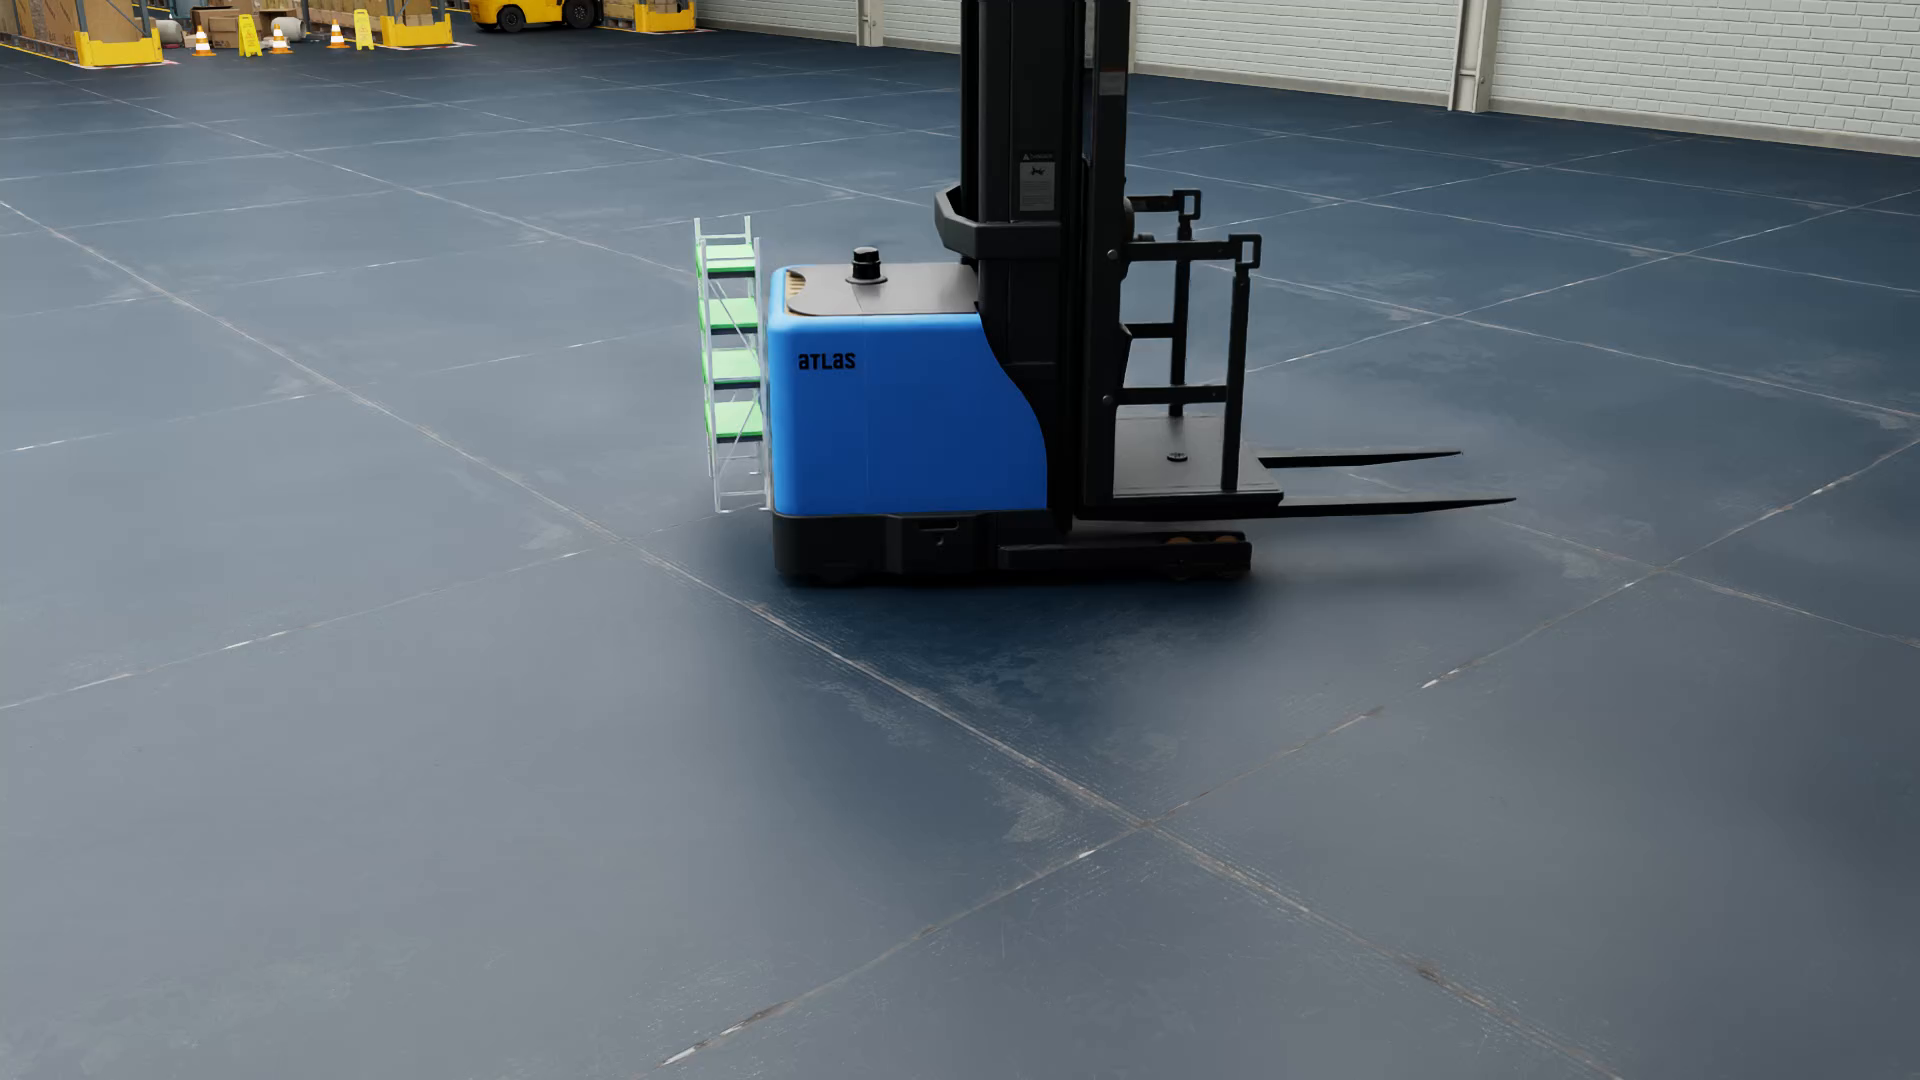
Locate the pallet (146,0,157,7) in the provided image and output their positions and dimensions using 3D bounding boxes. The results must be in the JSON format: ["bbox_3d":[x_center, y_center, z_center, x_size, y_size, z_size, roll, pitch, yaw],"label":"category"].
[{"bbox_3d":[-18.532,-12.666,39.032,1.003,0.211,1.213,-17,27,-37],"label":"pallet"}]

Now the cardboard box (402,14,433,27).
[{"bbox_3d":[-9.779,-9.287,29.776,0.500,0.250,0.500,-18,28,-38],"label":"cardboard box"}]

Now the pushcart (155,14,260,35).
[{"bbox_3d":[-13.767,-9.410,30.492,0.936,0.377,1.648,12,24,27],"label":"pushcart"}]

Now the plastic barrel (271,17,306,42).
[{"bbox_3d":[-11.957,-9.093,29.620,0.512,0.421,0.421,0,21,-1],"label":"plastic barrel"}]

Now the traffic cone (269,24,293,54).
[{"bbox_3d":[-11.339,-8.355,27.681,0.336,0.463,0.334,-17,27,-37],"label":"traffic cone"}]

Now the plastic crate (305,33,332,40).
[{"bbox_3d":[-11.669,-9.199,30.362,0.583,0.080,0.402,12,24,27],"label":"plastic crate"}]

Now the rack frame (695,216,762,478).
[{"bbox_3d":[-1.045,-0.859,7.532,0.240,1.200,0.015,-4,22,-10],"label":"rack frame"}]

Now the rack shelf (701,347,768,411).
[{"bbox_3d":[-0.998,-0.712,7.333,0.258,0.148,0.480,-4,22,-10],"label":"rack shelf"}]

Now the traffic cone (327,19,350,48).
[{"bbox_3d":[-10.720,-8.713,28.596,0.336,0.463,0.334,-17,27,-37],"label":"traffic cone"}]

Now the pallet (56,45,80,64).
[{"bbox_3d":[-13.727,-7.780,26.559,1.003,0.211,1.213,-17,27,-37],"label":"pallet"}]

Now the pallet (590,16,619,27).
[{"bbox_3d":[-7.027,-10.505,33.516,1.003,0.211,1.213,-17,27,-37],"label":"pallet"}]

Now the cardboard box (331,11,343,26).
[{"bbox_3d":[-11.187,-9.585,30.537,0.500,0.250,0.500,-18,28,-38],"label":"cardboard box"}]

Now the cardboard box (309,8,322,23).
[{"bbox_3d":[-11.892,-9.876,31.280,0.500,0.250,0.500,-19,28,-40],"label":"cardboard box"}]

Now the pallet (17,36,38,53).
[{"bbox_3d":[-15.320,-8.454,28.280,1.003,0.211,1.213,-17,27,-37],"label":"pallet"}]

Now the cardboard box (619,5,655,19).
[{"bbox_3d":[-6.250,-10.235,32.197,0.500,0.250,0.500,-17,27,-37],"label":"cardboard box"}]

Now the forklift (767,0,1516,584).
[{"bbox_3d":[0.742,-1.398,6.534,3.031,2.935,1.130,-2,21,-5],"label":"forklift"}]

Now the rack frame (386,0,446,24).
[{"bbox_3d":[-9.462,-10.083,28.614,1.000,3.000,0.127,-17,27,-37],"label":"rack frame"}]

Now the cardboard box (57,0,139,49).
[{"bbox_3d":[-13.638,-8.254,26.283,0.875,0.875,0.875,-17,27,-37],"label":"cardboard box"}]

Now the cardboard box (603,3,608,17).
[{"bbox_3d":[-6.887,-10.515,32.912,0.500,0.250,0.500,-17,27,-37],"label":"cardboard box"}]

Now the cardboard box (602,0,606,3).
[{"bbox_3d":[-6.930,-10.752,32.832,0.500,0.250,0.500,-18,28,-39],"label":"cardboard box"}]

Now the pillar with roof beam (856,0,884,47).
[{"bbox_3d":[-4.820,-11.783,24.729,9.100,9.000,0.400,-17,27,-37],"label":"pillar with roof beam"}]

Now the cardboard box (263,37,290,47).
[{"bbox_3d":[-11.847,-8.636,28.830,0.380,0.149,0.250,-4,22,-10],"label":"cardboard box"}]

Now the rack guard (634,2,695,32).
[{"bbox_3d":[-5.688,-10.095,32.072,1.175,0.500,0.348,-17,27,-37],"label":"rack guard"}]

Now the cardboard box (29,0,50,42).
[{"bbox_3d":[-14.808,-8.749,27.547,0.875,0.875,0.875,-17,27,-37],"label":"cardboard box"}]

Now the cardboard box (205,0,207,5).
[{"bbox_3d":[-16.234,-12.204,36.368,0.875,0.875,0.875,-16,27,-36],"label":"cardboard box"}]

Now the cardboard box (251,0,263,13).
[{"bbox_3d":[-13.835,-10.904,33.739,0.950,0.372,0.625,-18,28,-38],"label":"cardboard box"}]

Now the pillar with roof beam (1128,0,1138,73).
[{"bbox_3d":[-0.904,-10.125,20.497,9.100,9.000,0.400,-17,27,-37],"label":"pillar with roof beam"}]

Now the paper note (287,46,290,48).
[{"bbox_3d":[-11.587,-8.488,28.612,0.142,0.019,0.148,12,24,27],"label":"paper note"}]

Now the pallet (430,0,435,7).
[{"bbox_3d":[-12.177,-12.729,39.195,1.003,0.211,1.213,-17,27,-37],"label":"pallet"}]

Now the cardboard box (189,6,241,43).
[{"bbox_3d":[-13.143,-9.122,29.399,0.797,0.637,0.503,-17,27,-37],"label":"cardboard box"}]

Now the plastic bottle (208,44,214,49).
[{"bbox_3d":[-12.933,-8.458,28.495,0.283,0.061,0.133,12,24,27],"label":"plastic bottle"}]

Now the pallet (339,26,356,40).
[{"bbox_3d":[-10.807,-9.375,30.631,1.003,0.211,1.213,-17,27,-37],"label":"pallet"}]

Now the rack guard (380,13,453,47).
[{"bbox_3d":[-9.511,-8.940,29.123,1.175,0.500,0.348,-17,27,-37],"label":"rack guard"}]

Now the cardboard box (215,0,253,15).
[{"bbox_3d":[-13.402,-9.944,30.650,0.500,0.500,0.500,-17,27,-37],"label":"cardboard box"}]

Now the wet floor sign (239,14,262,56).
[{"bbox_3d":[-11.627,-8.243,27.146,0.232,0.644,0.267,17,27,36],"label":"wet floor sign"}]

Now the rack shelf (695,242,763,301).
[{"bbox_3d":[-0.998,-1.159,7.158,0.258,0.148,0.480,-4,22,-10],"label":"rack shelf"}]

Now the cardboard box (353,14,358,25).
[{"bbox_3d":[-10.525,-9.302,29.815,0.500,0.250,0.500,-17,27,-37],"label":"cardboard box"}]

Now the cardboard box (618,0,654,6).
[{"bbox_3d":[-6.258,-10.473,32.120,0.500,0.250,0.500,-18,28,-38],"label":"cardboard box"}]

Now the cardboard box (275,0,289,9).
[{"bbox_3d":[-12.889,-10.502,32.711,0.950,0.372,0.625,-15,26,-34],"label":"cardboard box"}]

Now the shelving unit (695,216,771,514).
[{"bbox_3d":[-0.998,-0.772,7.309,0.258,1.200,0.503,-4,22,-10],"label":"shelving unit"}]

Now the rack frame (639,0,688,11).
[{"bbox_3d":[-5.704,-11.265,31.633,1.000,3.000,0.127,-17,27,-37],"label":"rack frame"}]

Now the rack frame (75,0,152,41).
[{"bbox_3d":[-13.146,-8.876,25.534,1.000,3.000,0.127,-17,27,-37],"label":"rack frame"}]

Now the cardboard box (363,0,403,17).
[{"bbox_3d":[-10.182,-9.506,29.308,0.500,0.500,0.500,-17,27,-37],"label":"cardboard box"}]

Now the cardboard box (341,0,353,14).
[{"bbox_3d":[-10.850,-9.791,30.035,0.500,0.500,0.500,-18,28,-39],"label":"cardboard box"}]

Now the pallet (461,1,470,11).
[{"bbox_3d":[-10.418,-11.940,37.180,1.003,0.211,1.213,-17,27,-37],"label":"pallet"}]

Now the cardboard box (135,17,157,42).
[{"bbox_3d":[-13.966,-8.634,28.339,0.500,0.500,0.500,-12,25,-28],"label":"cardboard box"}]

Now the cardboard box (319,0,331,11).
[{"bbox_3d":[-11.534,-10.080,30.773,0.500,0.500,0.500,-16,27,-35],"label":"cardboard box"}]
